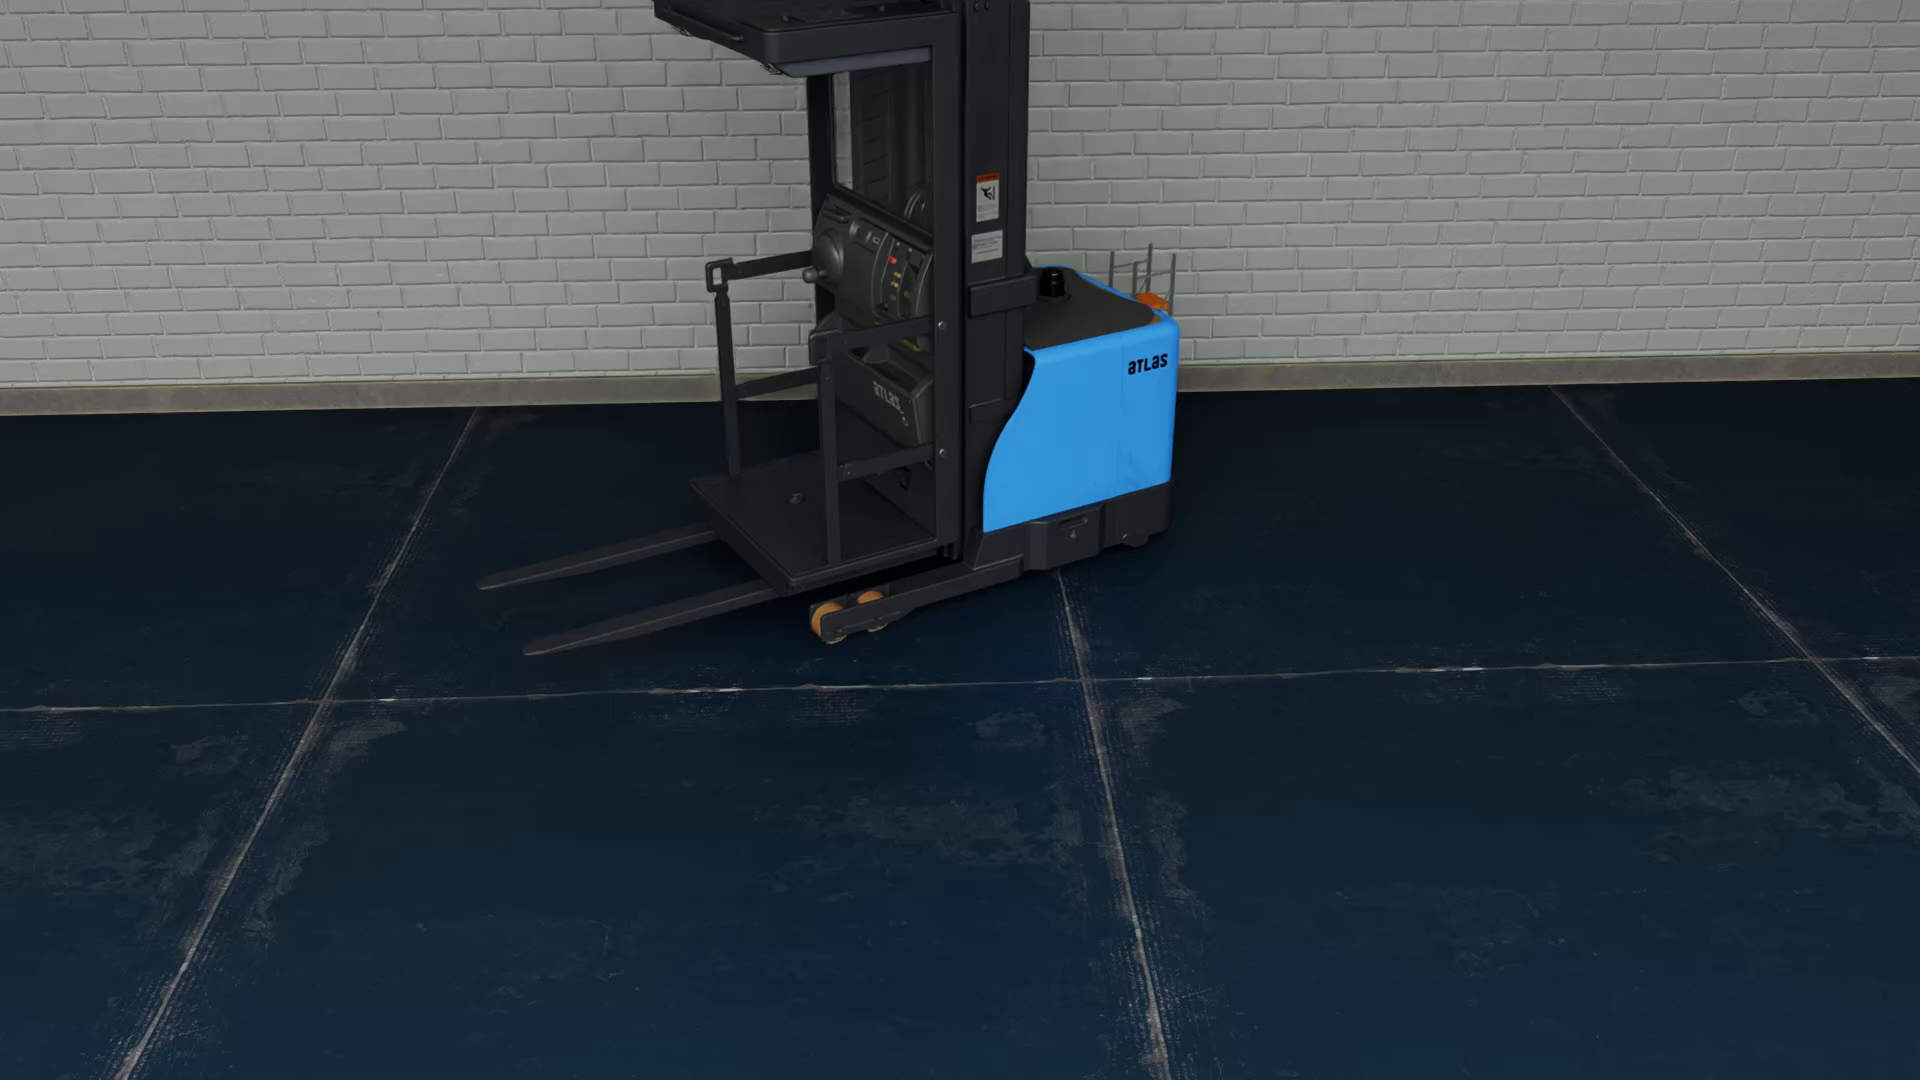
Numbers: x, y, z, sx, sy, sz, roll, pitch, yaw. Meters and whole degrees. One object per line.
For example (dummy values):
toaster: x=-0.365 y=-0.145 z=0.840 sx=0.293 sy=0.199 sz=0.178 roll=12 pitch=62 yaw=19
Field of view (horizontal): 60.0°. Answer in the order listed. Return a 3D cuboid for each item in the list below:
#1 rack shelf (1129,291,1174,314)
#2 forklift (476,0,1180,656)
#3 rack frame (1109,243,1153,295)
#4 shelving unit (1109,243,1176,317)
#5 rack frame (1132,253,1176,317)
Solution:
rack shelf: x=0.849 y=-1.082 z=7.844 sx=0.258 sy=0.103 sz=0.180 roll=-15 pitch=31 yaw=-27
forklift: x=-0.546 y=-1.149 z=6.783 sx=3.031 sy=2.935 sz=1.130 roll=-15 pitch=31 yaw=-27
rack frame: x=0.802 y=-0.839 z=8.060 sx=0.240 sy=1.200 sz=0.006 roll=-15 pitch=31 yaw=-27
shelving unit: x=0.849 y=-0.802 z=7.990 sx=0.258 sy=1.200 sz=0.189 roll=-15 pitch=31 yaw=-27
rack frame: x=0.895 y=-0.766 z=7.920 sx=0.240 sy=1.200 sz=0.006 roll=-15 pitch=31 yaw=-27
